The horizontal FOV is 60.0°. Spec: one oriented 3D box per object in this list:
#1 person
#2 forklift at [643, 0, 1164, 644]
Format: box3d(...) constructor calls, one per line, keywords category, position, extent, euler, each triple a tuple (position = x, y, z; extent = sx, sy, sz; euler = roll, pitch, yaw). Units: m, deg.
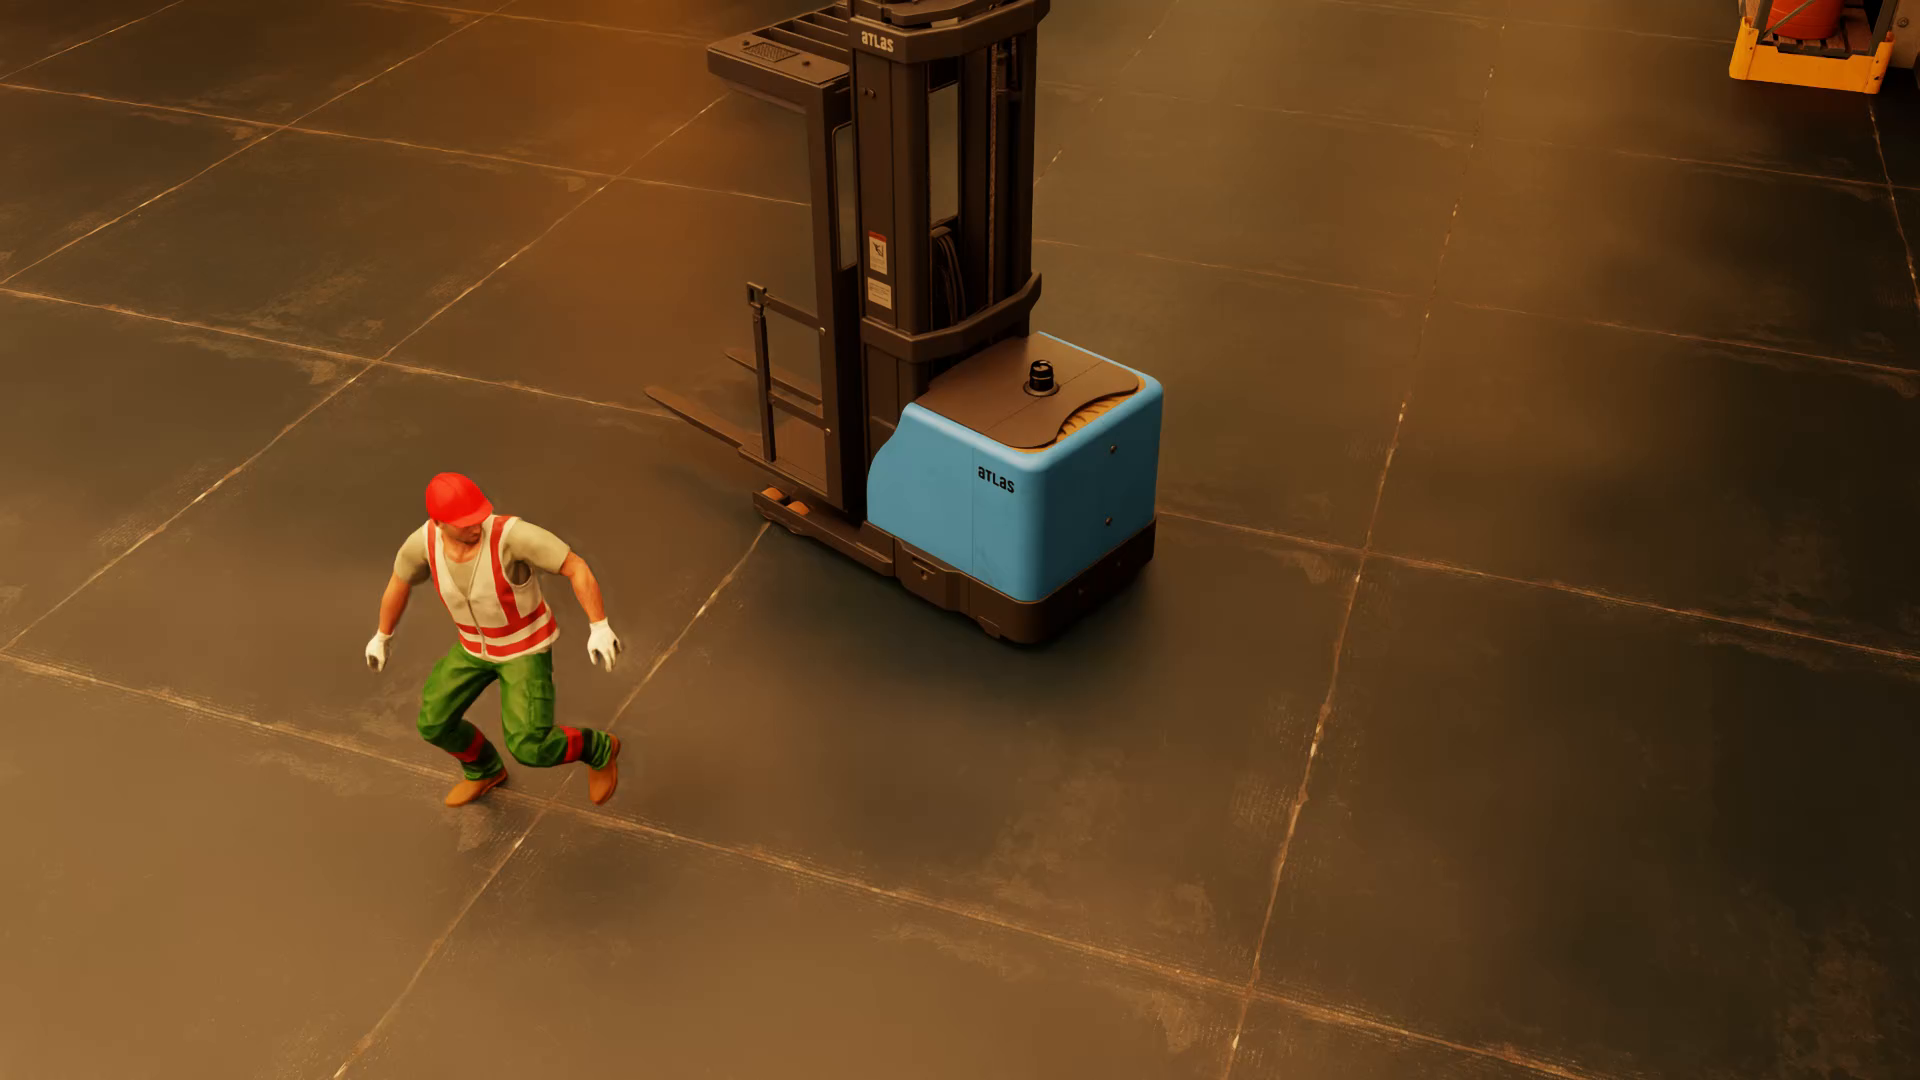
box3d(category="person", position=(-1.875, 0.436, 6.633), extent=(1.016, 1.658, 0.515), euler=(13, 37, 18))
box3d(category="forklift", position=(-0.455, -1.431, 8.129), extent=(3.031, 2.935, 1.130), euler=(27, 44, 33))
